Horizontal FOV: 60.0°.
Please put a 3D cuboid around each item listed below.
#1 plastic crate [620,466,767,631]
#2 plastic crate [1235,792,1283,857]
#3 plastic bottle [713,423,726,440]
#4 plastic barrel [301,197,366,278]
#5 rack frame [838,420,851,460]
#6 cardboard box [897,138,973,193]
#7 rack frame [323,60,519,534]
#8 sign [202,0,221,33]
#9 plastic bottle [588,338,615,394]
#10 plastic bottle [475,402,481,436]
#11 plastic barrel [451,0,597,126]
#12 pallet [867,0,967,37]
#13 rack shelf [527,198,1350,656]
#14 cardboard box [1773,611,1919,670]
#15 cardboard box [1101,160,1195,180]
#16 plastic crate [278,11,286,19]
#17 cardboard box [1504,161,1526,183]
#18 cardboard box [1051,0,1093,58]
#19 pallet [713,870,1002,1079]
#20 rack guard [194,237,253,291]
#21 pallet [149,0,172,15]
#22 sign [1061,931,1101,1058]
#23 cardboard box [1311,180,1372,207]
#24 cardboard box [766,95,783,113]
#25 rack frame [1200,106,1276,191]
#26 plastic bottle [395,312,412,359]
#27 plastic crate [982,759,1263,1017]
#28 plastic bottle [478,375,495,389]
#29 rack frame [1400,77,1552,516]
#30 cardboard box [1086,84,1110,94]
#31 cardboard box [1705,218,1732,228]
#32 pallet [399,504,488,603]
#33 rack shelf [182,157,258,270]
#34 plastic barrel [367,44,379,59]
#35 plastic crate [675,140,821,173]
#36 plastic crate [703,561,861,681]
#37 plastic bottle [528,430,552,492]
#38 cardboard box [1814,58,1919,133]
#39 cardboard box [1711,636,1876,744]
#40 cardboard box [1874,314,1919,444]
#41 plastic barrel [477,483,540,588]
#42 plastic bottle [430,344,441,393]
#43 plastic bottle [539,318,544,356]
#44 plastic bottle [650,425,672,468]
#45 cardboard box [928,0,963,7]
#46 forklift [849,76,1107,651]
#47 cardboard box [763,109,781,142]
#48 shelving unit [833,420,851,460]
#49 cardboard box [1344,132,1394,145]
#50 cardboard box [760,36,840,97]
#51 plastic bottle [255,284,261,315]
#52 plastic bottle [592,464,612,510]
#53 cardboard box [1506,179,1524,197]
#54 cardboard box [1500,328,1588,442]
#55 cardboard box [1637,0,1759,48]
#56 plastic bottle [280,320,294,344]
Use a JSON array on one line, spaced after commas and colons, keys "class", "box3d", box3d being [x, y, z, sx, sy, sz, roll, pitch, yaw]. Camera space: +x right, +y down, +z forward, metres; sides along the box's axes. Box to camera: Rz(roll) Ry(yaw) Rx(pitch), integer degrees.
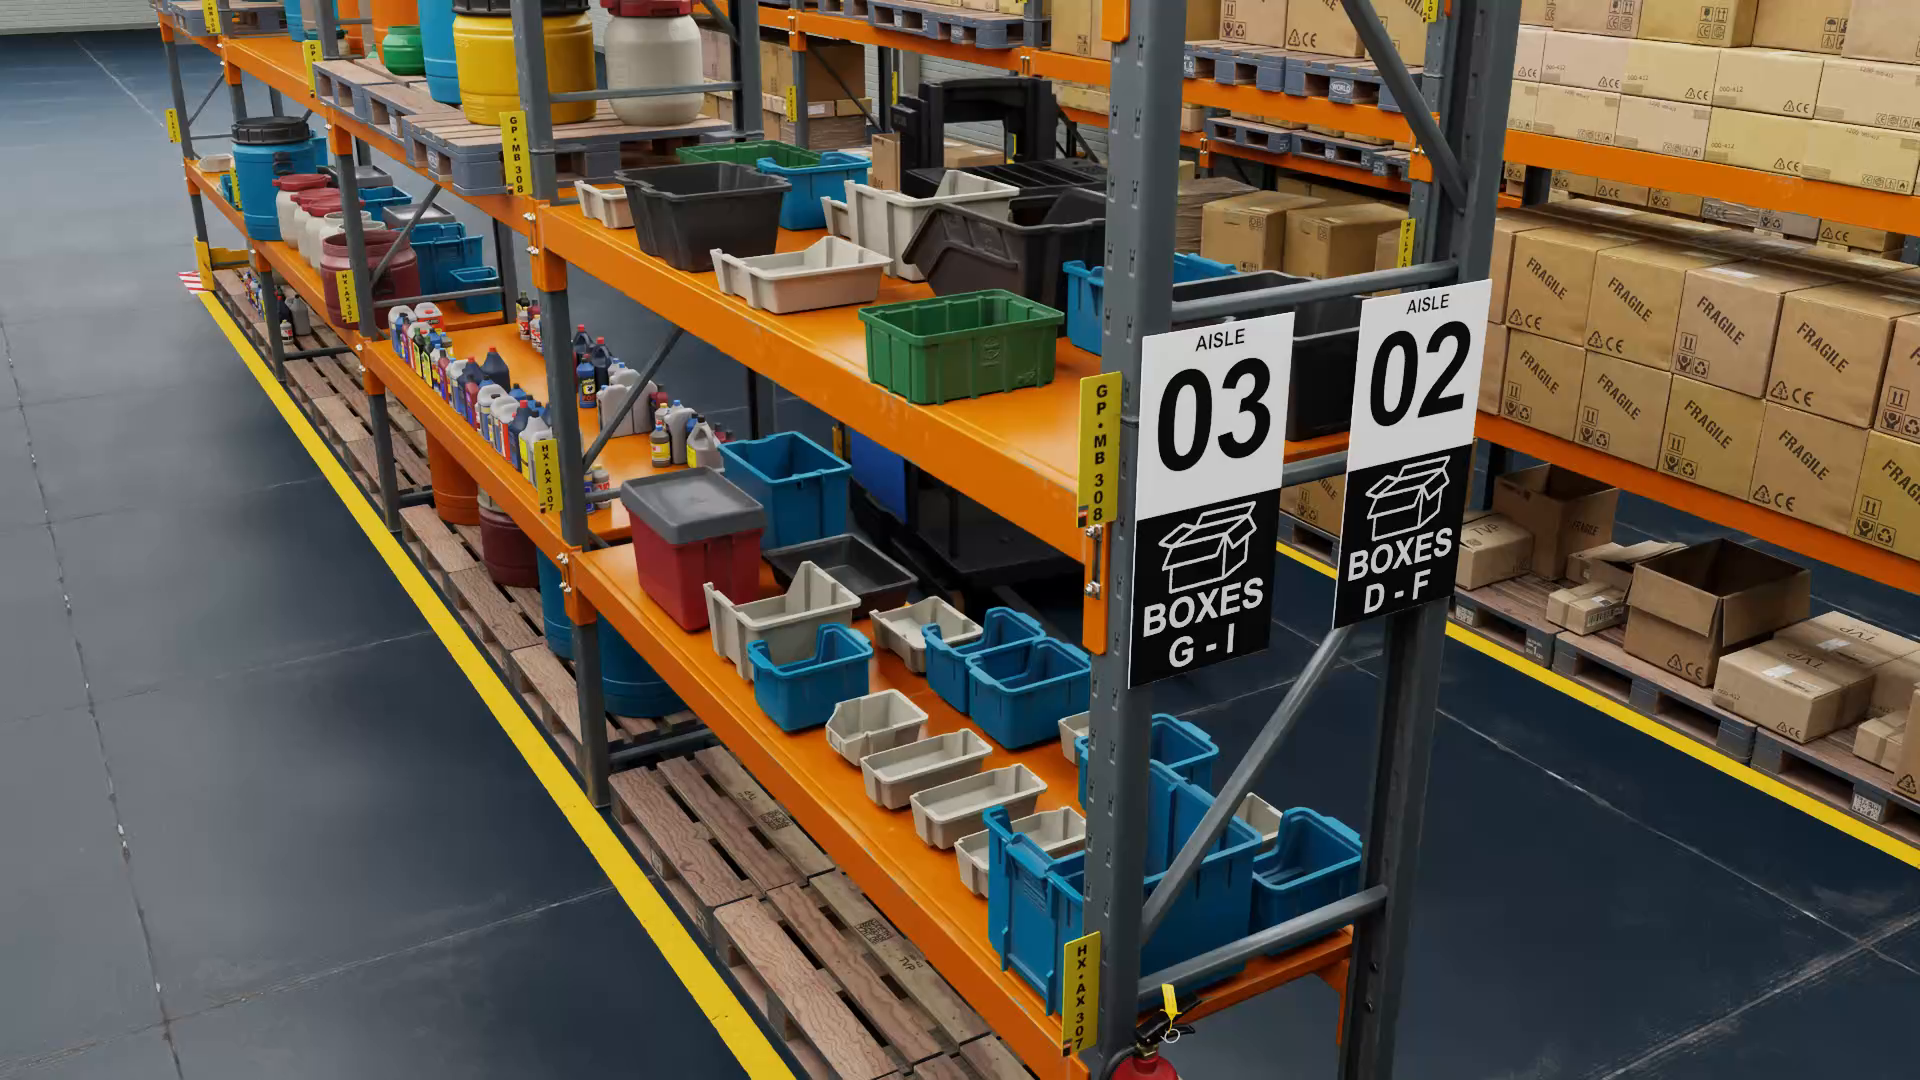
[{"class": "plastic crate", "box3d": [-1.051, 0.031, 6.588, 0.402, 0.464, 0.583, -13, 25, -28]}, {"class": "plastic crate", "box3d": [0.816, 0.877, 4.940, 0.250, 0.136, 0.298, -13, 25, -28]}, {"class": "plastic bottle", "box3d": [-1.180, -0.439, 8.063, 0.061, 0.283, 0.133, -13, 25, -28]}, {"class": "plastic barrel", "box3d": [-4.482, -2.172, 11.992, 0.433, 0.535, 0.433, 0, 22, 0]}, {"class": "rack frame", "box3d": [-0.658, -1.322, 12.073, 0.500, 1.500, 0.032, -9, 24, -22]}, {"class": "cardboard box", "box3d": [-0.214, -3.252, 14.696, 0.500, 0.500, 0.500, -13, 25, -28]}, {"class": "rack frame", "box3d": [-3.335, -1.544, 10.626, 1.000, 3.000, 0.127, -13, 25, -28]}, {"class": "sign", "box3d": [-5.857, -4.130, 12.994, 0.100, 0.325, 0.005, -13, 25, -28]}, {"class": "plastic bottle", "box3d": [-1.969, -0.940, 9.205, 0.144, 0.351, 0.185, -13, 25, -28]}, {"class": "plastic bottle", "box3d": [-2.485, -0.655, 8.703, 0.097, 0.201, 0.097, 0, 22, 0]}, {"class": "plastic barrel", "box3d": [-1.932, -2.177, 7.392, 0.600, 0.588, 0.600, 0, 22, 0]}, {"class": "pallet", "box3d": [-0.072, -4.362, 13.826, 1.003, 0.211, 1.213, -11, 25, -26]}, {"class": "rack shelf", "box3d": [-0.270, -0.658, 5.418, 1.077, 0.370, 4.000, -13, 25, -28]}, {"class": "cardboard box", "box3d": [4.467, 0.610, 8.395, 0.500, 0.250, 0.500, -13, 25, -28]}, {"class": "cardboard box", "box3d": [1.344, -2.554, 12.421, 0.500, 0.500, 0.700, 17, 28, 36]}, {"class": "plastic crate", "box3d": [-5.950, -4.693, 14.673, 0.336, 0.188, 0.450, -13, 25, -28]}, {"class": "cardboard box", "box3d": [5.210, -3.436, 14.728, 0.500, 0.500, 0.500, -12, 25, -27]}, {"class": "cardboard box", "box3d": [1.177, -3.797, 12.052, 0.910, 0.500, 0.500, -13, 25, -28]}, {"class": "pallet", "box3d": [-0.255, 1.669, 6.426, 1.003, 0.211, 1.213, -13, 25, -28]}, {"class": "rack guard", "box3d": [-7.342, -2.960, 17.430, 1.175, 0.500, 0.348, -13, 25, -28]}, {"class": "pallet", "box3d": [-7.083, -5.149, 15.763, 1.003, 0.211, 1.213, -13, 25, -28]}, {"class": "sign", "box3d": [0.287, 1.081, 3.951, 0.100, 0.325, 0.005, -13, 25, -28]}, {"class": "cardboard box", "box3d": [4.026, -3.593, 17.407, 0.500, 0.250, 0.500, -13, 26, -30]}, {"class": "cardboard box", "box3d": [-1.701, -4.349, 16.533, 0.380, 0.149, 0.250, -13, 26, -30]}, {"class": "rack frame", "box3d": [3.139, -4.744, 18.500, 1.000, 3.000, 0.127, -13, 25, -28]}, {"class": "plastic bottle", "box3d": [-3.356, -1.239, 10.048, 0.097, 0.271, 0.097, 0, 22, 0]}, {"class": "plastic crate", "box3d": [0.420, 0.929, 4.415, 0.616, 0.435, 0.499, -13, 25, -28]}, {"class": "plastic bottle", "box3d": [-2.501, -0.742, 8.825, 0.097, 0.271, 0.097, 0, 22, 0]}, {"class": "rack frame", "box3d": [2.969, -1.201, 9.782, 1.000, 3.000, 0.127, -13, 25, -28]}, {"class": "cardboard box", "box3d": [1.858, -5.619, 19.828, 0.500, 0.500, 0.500, -12, 25, -27]}, {"class": "cardboard box", "box3d": [6.198, -2.522, 13.340, 0.380, 0.149, 0.250, -13, 26, -30]}, {"class": "pallet", "box3d": [-2.896, -0.005, 10.543, 1.003, 0.211, 1.213, -13, 25, -28]}, {"class": "rack shelf", "box3d": [-6.400, -3.153, 15.540, 1.077, 0.370, 4.000, -13, 25, -28]}, {"class": "plastic barrel", "box3d": [-3.505, -2.932, 10.263, 0.294, 0.245, 0.294, 0, 22, 0]}, {"class": "plastic crate", "box3d": [-0.815, -1.462, 6.721, 0.450, 0.188, 0.662, -13, 25, -28]}, {"class": "plastic crate", "box3d": [-0.670, 0.308, 6.148, 0.437, 0.282, 0.530, -13, 25, -28]}, {"class": "plastic bottle", "box3d": [-1.957, -0.375, 7.916, 0.152, 0.276, 0.135, -13, 25, -28]}, {"class": "cardboard box", "box3d": [4.023, -1.899, 7.052, 0.500, 0.250, 0.500, -13, 25, -28]}, {"class": "cardboard box", "box3d": [4.063, 0.722, 8.118, 0.500, 0.250, 0.500, -13, 25, -28]}, {"class": "cardboard box", "box3d": [4.290, -0.670, 7.015, 0.500, 0.500, 0.500, -12, 25, -27]}, {"class": "plastic barrel", "box3d": [-2.493, -0.101, 9.720, 0.600, 0.588, 0.708, -13, 25, -28]}, {"class": "plastic bottle", "box3d": [-2.933, -0.972, 9.389, 0.097, 0.271, 0.097, 0, 22, 0]}, {"class": "plastic bottle", "box3d": [-2.501, -1.257, 10.091, 0.097, 0.271, 0.097, 0, 22, 0]}, {"class": "plastic bottle", "box3d": [-1.485, -0.469, 8.245, 0.097, 0.201, 0.097, 0, 22, 0]}, {"class": "cardboard box", "box3d": [0.080, -4.500, 13.556, 0.500, 0.250, 0.500, -13, 26, -29]}, {"class": "forklift", "box3d": [0.312, -1.087, 9.594, 1.130, 2.935, 3.031, -9, 24, -22]}, {"class": "cardboard box", "box3d": [-1.625, -4.149, 16.902, 0.700, 0.500, 0.500, -13, 25, -29]}, {"class": "shelving unit", "box3d": [-0.452, -1.144, 11.633, 0.587, 1.500, 1.083, -9, 24, -22]}, {"class": "cardboard box", "box3d": [4.278, -4.249, 16.564, 0.700, 0.500, 0.500, -13, 25, -28]}, {"class": "cardboard box", "box3d": [-1.609, -4.743, 16.642, 0.700, 0.500, 0.500, -13, 25, -28]}, {"class": "plastic bottle", "box3d": [-6.433, -2.218, 15.323, 0.097, 0.271, 0.097, 0, 22, 0]}, {"class": "plastic bottle", "box3d": [-1.673, -0.252, 7.713, 0.097, 0.201, 0.097, 0, 22, 0]}, {"class": "cardboard box", "box3d": [5.151, -3.191, 14.986, 0.380, 0.149, 0.250, -13, 26, -29]}, {"class": "cardboard box", "box3d": [3.259, -0.864, 8.822, 0.500, 0.500, 0.500, -12, 25, -27]}, {"class": "cardboard box", "box3d": [3.644, -2.600, 7.780, 0.700, 0.500, 0.500, -13, 25, -28]}, {"class": "plastic bottle", "box3d": [-5.831, -1.804, 14.398, 0.097, 0.201, 0.097, 0, 22, 0]}]
